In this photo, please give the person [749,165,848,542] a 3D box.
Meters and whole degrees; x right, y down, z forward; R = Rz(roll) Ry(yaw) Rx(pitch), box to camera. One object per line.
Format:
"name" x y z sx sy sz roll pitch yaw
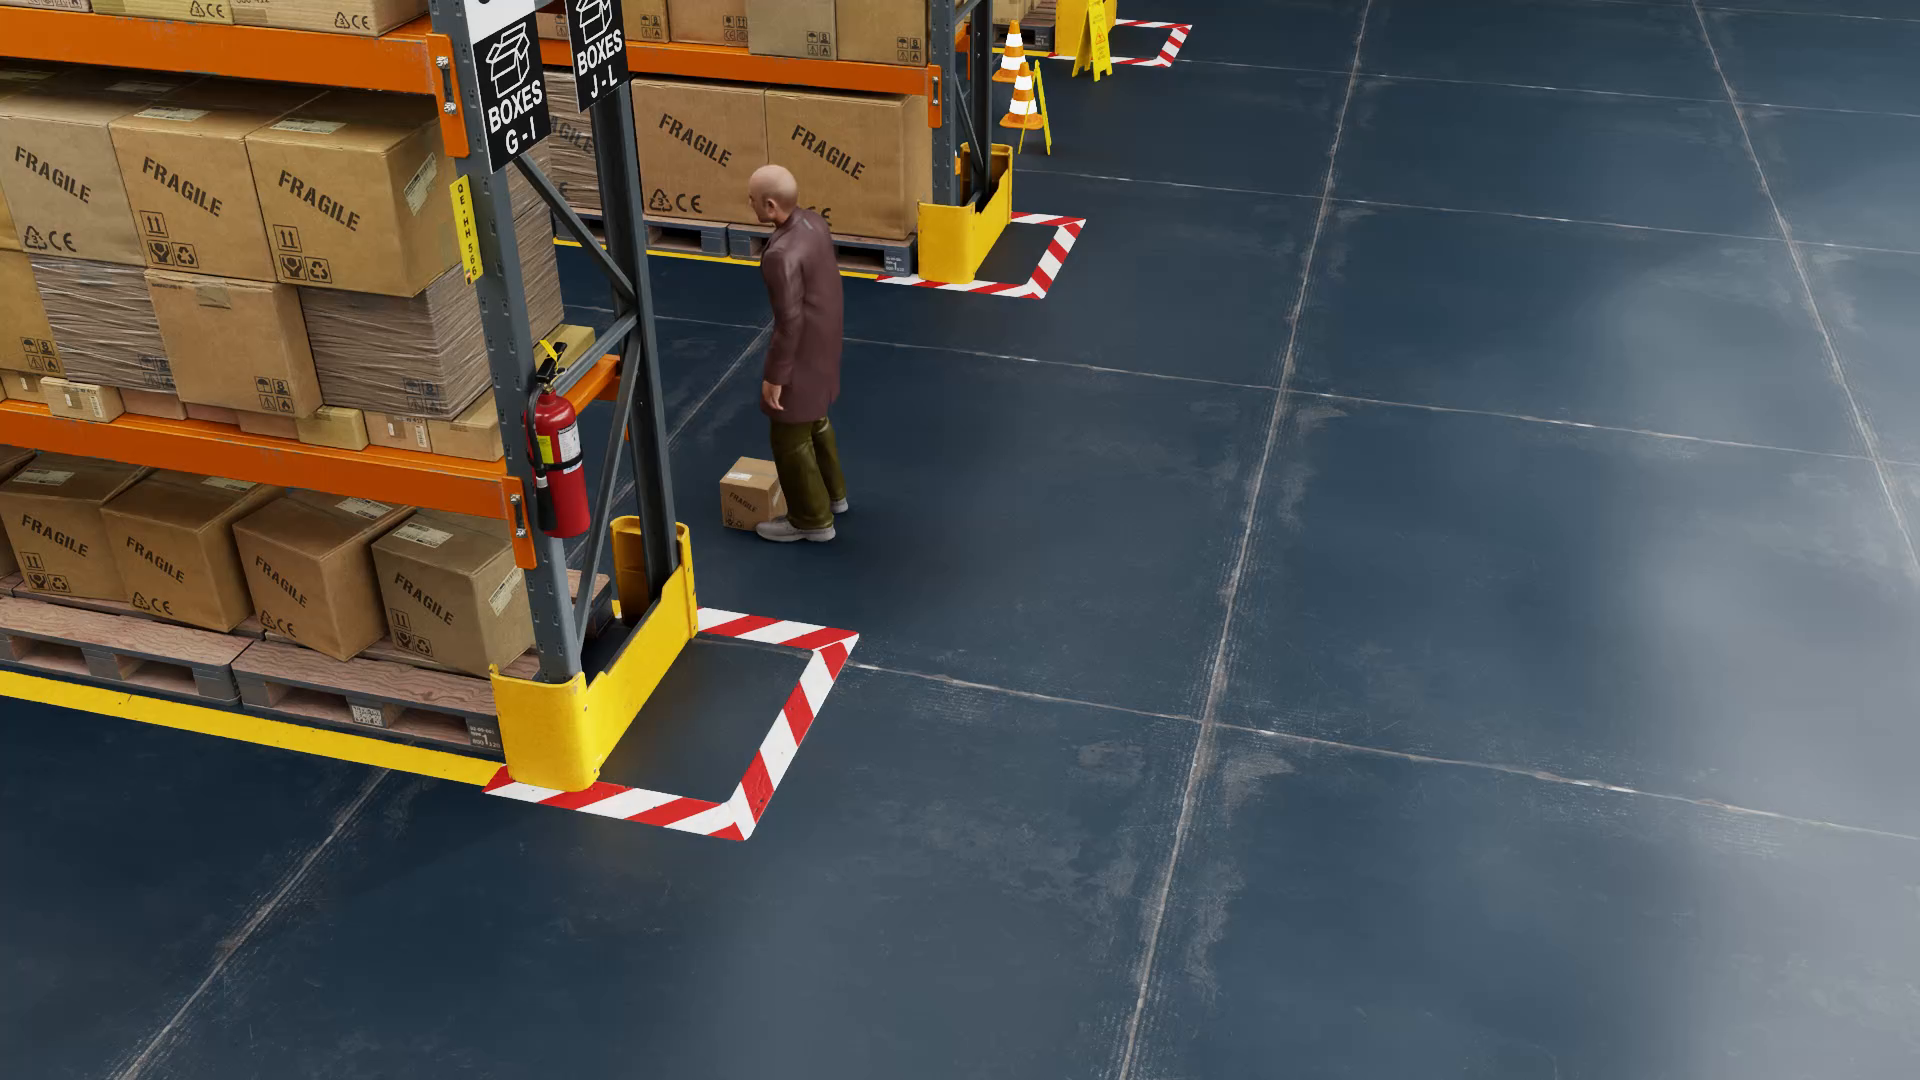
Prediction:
"person" -0.727 -0.824 7.452 0.418 1.774 0.650 7 33 11
